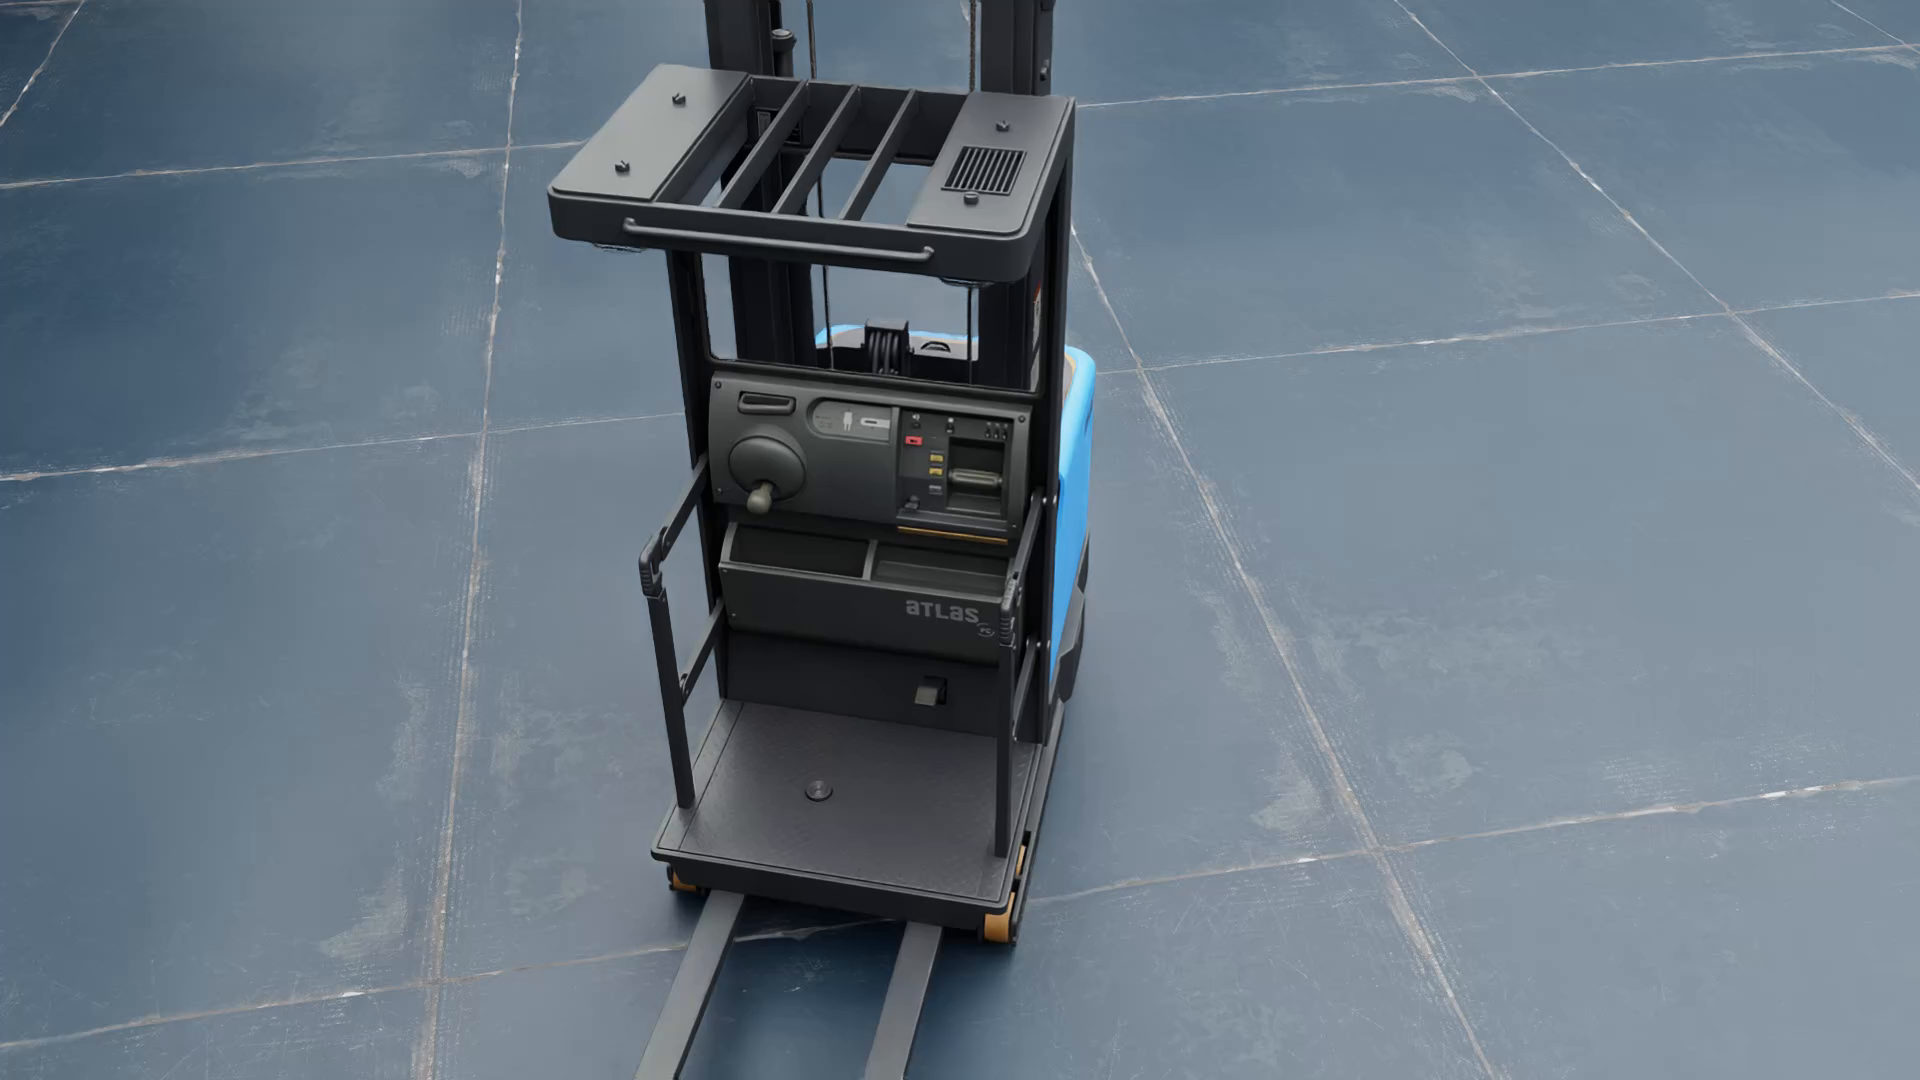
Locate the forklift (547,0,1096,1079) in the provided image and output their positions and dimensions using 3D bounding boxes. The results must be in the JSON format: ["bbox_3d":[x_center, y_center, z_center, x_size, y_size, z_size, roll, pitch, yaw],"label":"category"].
[{"bbox_3d":[-0.305,-0.164,4.573,1.130,2.935,3.031,7,38,9],"label":"forklift"}]
